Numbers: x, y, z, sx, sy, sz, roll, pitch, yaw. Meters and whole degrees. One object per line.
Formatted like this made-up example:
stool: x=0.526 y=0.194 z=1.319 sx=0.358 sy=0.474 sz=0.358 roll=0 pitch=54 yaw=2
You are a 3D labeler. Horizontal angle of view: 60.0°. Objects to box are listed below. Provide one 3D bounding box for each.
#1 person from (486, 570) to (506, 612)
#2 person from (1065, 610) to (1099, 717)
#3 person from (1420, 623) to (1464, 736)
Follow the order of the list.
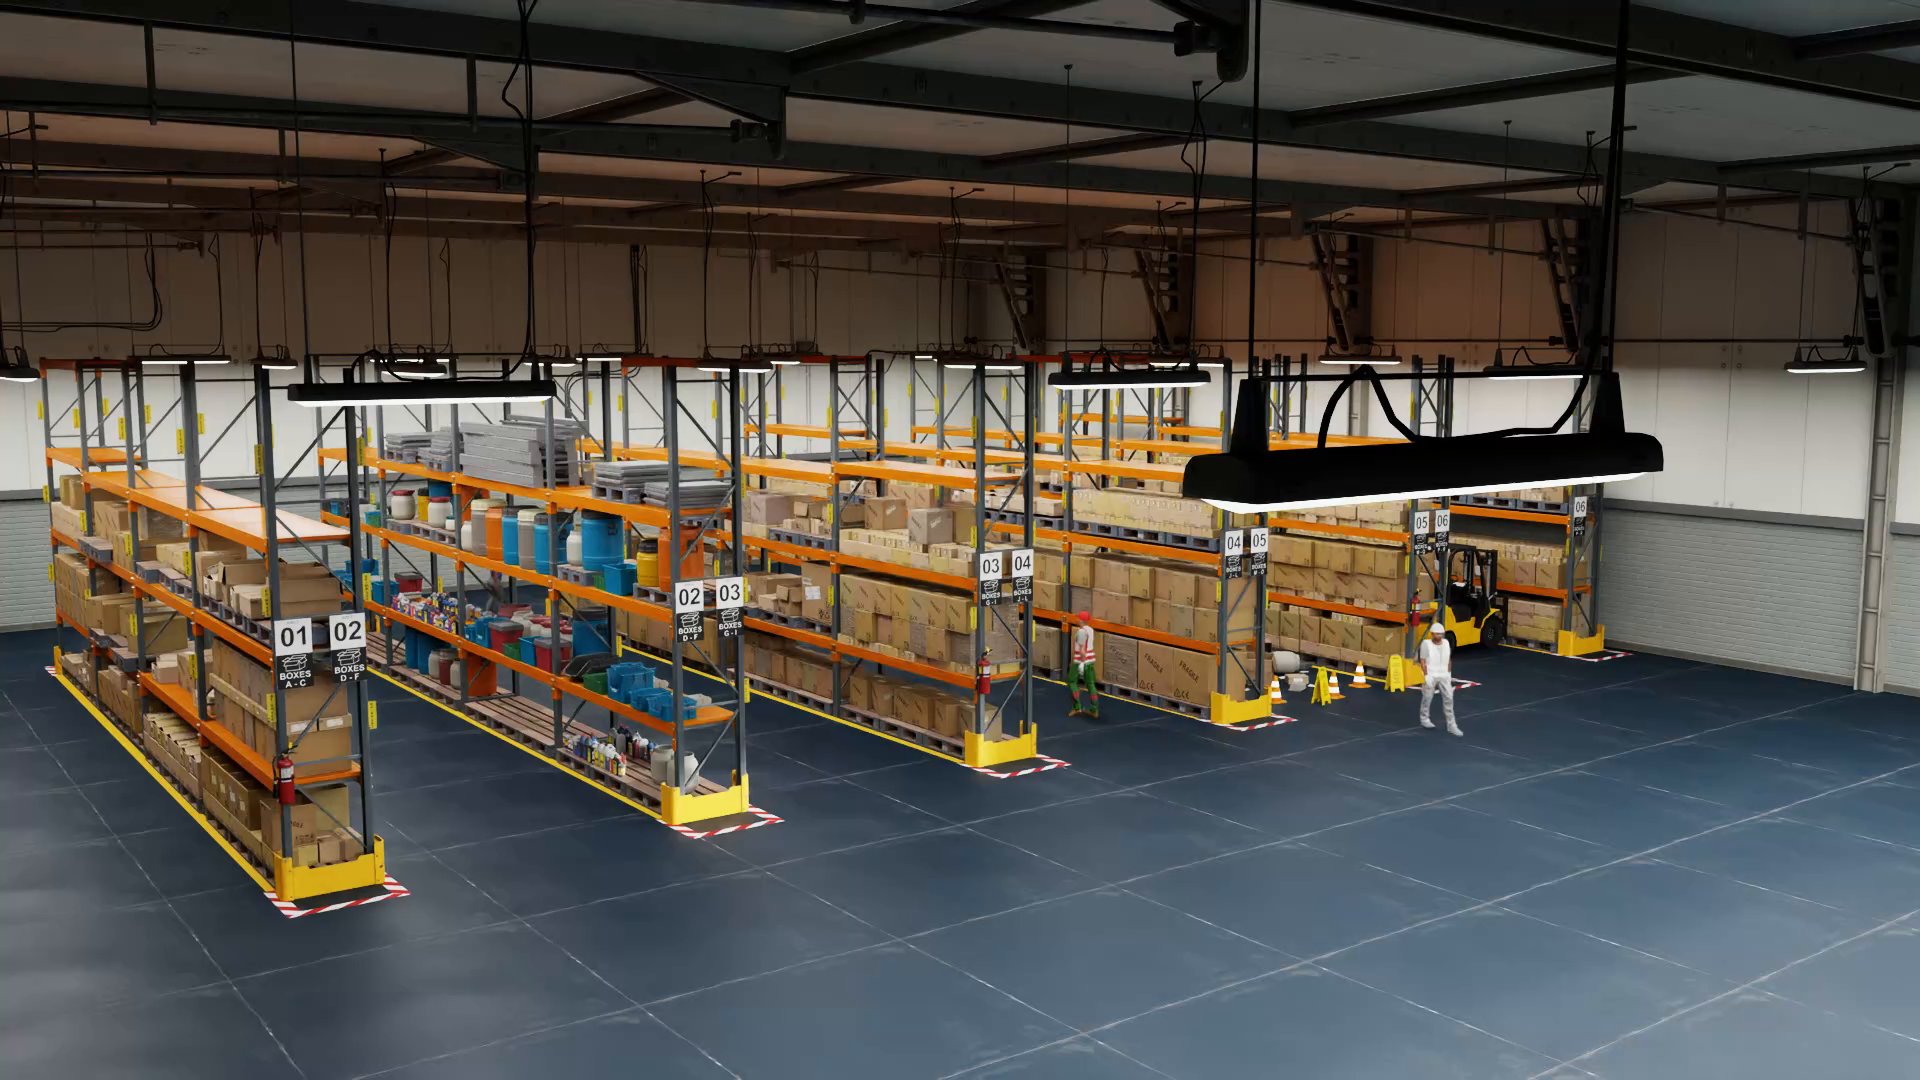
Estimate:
person: x=-10.498 y=1.018 z=37.642 sx=0.554 sy=1.679 sz=0.491 roll=-5 pitch=8 yaw=-35
person: x=2.118 y=2.093 z=28.038 sx=0.537 sy=1.808 sz=0.554 roll=6 pitch=9 yaw=43
person: x=7.738 y=2.221 z=26.873 sx=0.595 sy=1.761 sz=0.831 roll=-1 pitch=7 yaw=-8
